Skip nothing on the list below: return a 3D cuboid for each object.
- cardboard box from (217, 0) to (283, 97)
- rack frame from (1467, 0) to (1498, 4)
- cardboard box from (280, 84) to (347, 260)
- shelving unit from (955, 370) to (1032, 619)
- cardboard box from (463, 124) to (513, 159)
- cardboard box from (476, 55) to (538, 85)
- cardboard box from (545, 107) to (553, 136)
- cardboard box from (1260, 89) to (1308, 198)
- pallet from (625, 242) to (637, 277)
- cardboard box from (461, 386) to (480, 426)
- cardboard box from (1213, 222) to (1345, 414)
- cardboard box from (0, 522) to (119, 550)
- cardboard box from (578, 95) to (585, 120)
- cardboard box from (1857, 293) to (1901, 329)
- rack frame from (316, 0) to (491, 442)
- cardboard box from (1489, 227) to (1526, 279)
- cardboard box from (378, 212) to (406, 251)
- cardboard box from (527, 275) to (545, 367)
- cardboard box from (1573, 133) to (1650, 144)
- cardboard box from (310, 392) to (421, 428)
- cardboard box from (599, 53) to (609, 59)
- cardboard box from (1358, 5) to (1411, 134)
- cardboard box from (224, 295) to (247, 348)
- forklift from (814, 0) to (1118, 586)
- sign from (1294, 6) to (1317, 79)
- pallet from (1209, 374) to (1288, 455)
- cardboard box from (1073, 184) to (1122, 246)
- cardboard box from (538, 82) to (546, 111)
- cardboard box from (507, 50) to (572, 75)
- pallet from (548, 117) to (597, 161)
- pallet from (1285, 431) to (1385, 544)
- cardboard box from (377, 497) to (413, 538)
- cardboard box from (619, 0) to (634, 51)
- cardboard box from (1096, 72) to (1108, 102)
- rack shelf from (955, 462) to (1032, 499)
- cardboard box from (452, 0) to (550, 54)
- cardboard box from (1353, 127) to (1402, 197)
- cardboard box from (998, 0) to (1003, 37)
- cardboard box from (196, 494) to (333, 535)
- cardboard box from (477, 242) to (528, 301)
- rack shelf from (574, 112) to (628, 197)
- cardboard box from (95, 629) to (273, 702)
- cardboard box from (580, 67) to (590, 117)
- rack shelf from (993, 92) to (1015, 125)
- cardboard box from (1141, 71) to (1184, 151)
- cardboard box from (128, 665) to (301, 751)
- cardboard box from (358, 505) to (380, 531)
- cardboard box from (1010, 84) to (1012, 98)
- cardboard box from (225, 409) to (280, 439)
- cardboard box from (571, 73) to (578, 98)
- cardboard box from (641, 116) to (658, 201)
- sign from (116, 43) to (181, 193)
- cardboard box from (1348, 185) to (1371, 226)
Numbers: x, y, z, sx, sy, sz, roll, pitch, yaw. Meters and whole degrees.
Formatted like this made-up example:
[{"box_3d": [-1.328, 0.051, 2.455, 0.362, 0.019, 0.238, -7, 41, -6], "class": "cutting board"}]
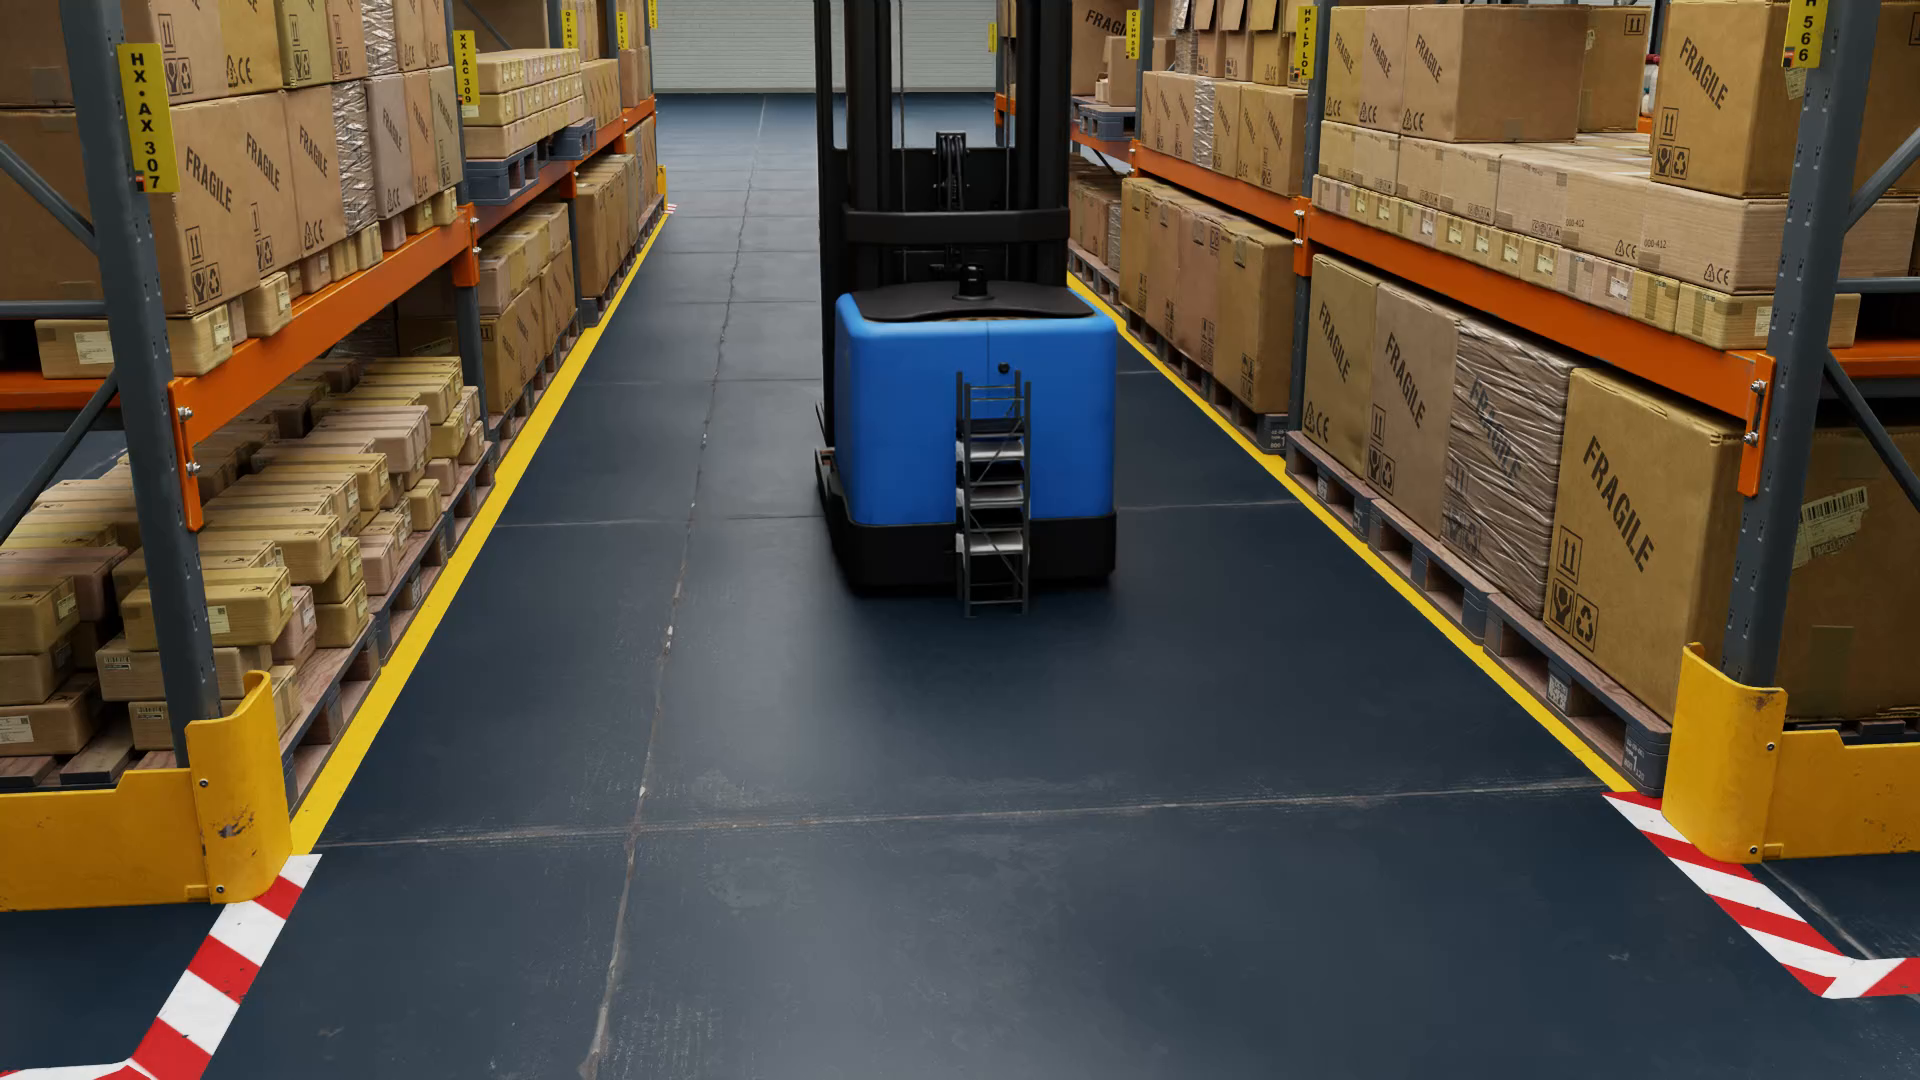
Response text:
[{"box_3d": [-2.212, -1.478, 4.545, 0.500, 0.500, 0.500, -1, 17, -4], "class": "cardboard box"}, {"box_3d": [5.849, -5.562, 19.887, 1.000, 3.000, 0.127, -2, 18, -6], "class": "rack frame"}, {"box_3d": [-2.261, -1.156, 5.189, 0.500, 0.500, 0.500, -2, 17, -5], "class": "cardboard box"}, {"box_3d": [0.122, -0.169, 6.214, 0.258, 0.900, 0.210, -2, 18, -8], "class": "shelving unit"}, {"box_3d": [-2.367, -1.923, 8.013, 0.380, 0.149, 0.250, -3, 18, -8], "class": "cardboard box"}, {"box_3d": [-2.476, -2.517, 8.912, 0.380, 0.149, 0.250, -2, 18, -6], "class": "cardboard box"}, {"box_3d": [-2.530, -2.387, 9.491, 0.380, 0.149, 0.250, -3, 18, -8], "class": "cardboard box"}, {"box_3d": [1.840, -2.013, 8.414, 0.500, 0.500, 0.500, -2, 18, -5], "class": "cardboard box"}, {"box_3d": [-3.454, -2.537, 14.904, 1.003, 0.211, 1.213, -2, 18, -6], "class": "pallet"}, {"box_3d": [-2.435, -0.609, 7.671, 0.380, 0.149, 0.250, -1, 17, -5], "class": "cardboard box"}, {"box_3d": [2.074, -1.211, 8.872, 1.225, 0.875, 0.875, -2, 18, -5], "class": "cardboard box"}, {"box_3d": [-2.800, 0.057, 5.053, 0.380, 0.149, 0.250, -2, 18, -7], "class": "cardboard box"}, {"box_3d": [-2.688, -2.851, 10.967, 0.380, 0.149, 0.250, -1, 17, -5], "class": "cardboard box"}, {"box_3d": [2.836, -0.715, 4.866, 0.380, 0.149, 0.250, -2, 18, -6], "class": "cardboard box"}, {"box_3d": [-2.784, -1.711, 7.619, 1.000, 3.000, 0.127, -2, 18, -6], "class": "rack frame"}, {"box_3d": [2.074, -1.000, 5.774, 0.380, 0.149, 0.250, -2, 18, -5], "class": "cardboard box"}, {"box_3d": [-2.359, -1.201, 6.414, 0.380, 0.149, 0.250, -3, 18, -8], "class": "cardboard box"}, {"box_3d": [-2.720, -1.260, 9.656, 0.500, 0.500, 0.500, -1, 17, -5], "class": "cardboard box"}, {"box_3d": [2.575, -1.475, 6.621, 0.500, 0.250, 0.500, -1, 17, -5], "class": "cardboard box"}, {"box_3d": [-2.440, -0.509, 6.854, 0.380, 0.149, 0.250, -1, 17, -4], "class": "cardboard box"}, {"box_3d": [-3.659, -4.276, 15.538, 0.875, 0.550, 0.550, -2, 18, -6], "class": "cardboard box"}, {"box_3d": [1.998, -1.965, 6.929, 0.500, 0.500, 0.500, -2, 18, -6], "class": "cardboard box"}, {"box_3d": [-2.146, -0.581, 4.438, 0.380, 0.149, 0.250, -1, 17, -4], "class": "cardboard box"}, {"box_3d": [-0.104, -1.620, 7.444, 1.130, 2.935, 3.031, -2, 18, -8], "class": "forklift"}, {"box_3d": [1.621, -2.329, 7.787, 0.100, 0.325, 0.005, -2, 18, -6], "class": "sign"}, {"box_3d": [2.006, -0.731, 9.154, 1.003, 0.211, 1.213, -2, 18, -6], "class": "pallet"}, {"box_3d": [1.407, -2.909, 14.873, 0.700, 0.500, 0.500, -2, 18, -6], "class": "cardboard box"}, {"box_3d": [-2.507, -2.456, 9.213, 0.380, 0.149, 0.250, -2, 18, -7], "class": "cardboard box"}, {"box_3d": [-2.639, -2.982, 10.394, 0.380, 0.149, 0.250, -1, 17, -4], "class": "cardboard box"}, {"box_3d": [-3.017, -2.602, 10.778, 1.213, 0.211, 1.003, -2, 18, -6], "class": "pallet"}, {"box_3d": [2.161, -0.275, 7.700, 1.003, 0.211, 1.213, -2, 18, -6], "class": "pallet"}, {"box_3d": [-2.338, -0.057, 6.409, 0.380, 0.149, 0.250, -1, 17, -5], "class": "cardboard box"}, {"box_3d": [-3.704, -5.118, 16.417, 0.875, 0.550, 0.550, -2, 18, -6], "class": "cardboard box"}, {"box_3d": [1.307, -3.651, 13.321, 0.396, 0.266, 0.258, -2, 18, -7], "class": "cardboard box"}, {"box_3d": [0.122, -0.224, 6.197, 0.258, 0.077, 0.200, -2, 18, -8], "class": "rack shelf"}, {"box_3d": [-3.233, -3.562, 11.678, 0.700, 0.500, 0.500, -2, 18, -6], "class": "cardboard box"}, {"box_3d": [1.994, -1.608, 7.045, 0.500, 0.250, 0.500, -2, 18, -6], "class": "cardboard box"}, {"box_3d": [0.708, -5.904, 18.642, 0.500, 0.500, 0.500, -2, 18, -6], "class": "cardboard box"}, {"box_3d": [-2.242, -0.039, 5.358, 0.380, 0.149, 0.250, -3, 18, -8], "class": "cardboard box"}, {"box_3d": [-2.655, -1.464, 9.051, 0.500, 0.250, 0.500, -1, 17, -4], "class": "cardboard box"}, {"box_3d": [-3.403, -3.155, 13.421, 1.077, 0.370, 4.000, -2, 18, -6], "class": "rack shelf"}, {"box_3d": [-2.170, 0.335, 4.666, 0.380, 0.149, 0.250, -1, 17, -3], "class": "cardboard box"}, {"box_3d": [-3.029, -3.244, 12.335, 0.500, 0.500, 0.500, -2, 18, -6], "class": "cardboard box"}, {"box_3d": [1.129, -4.470, 17.609, 1.077, 0.370, 4.000, -2, 18, -6], "class": "rack shelf"}, {"box_3d": [1.527, -2.920, 11.305, 0.500, 0.500, 0.500, -1, 17, -4], "class": "cardboard box"}, {"box_3d": [-2.107, 0.474, 4.716, 0.380, 0.149, 0.250, -1, 17, -5], "class": "cardboard box"}, {"box_3d": [-2.383, -0.135, 6.162, 0.380, 0.149, 0.250, -1, 17, -3], "class": "cardboard box"}, {"box_3d": [0.732, -5.047, 18.665, 0.380, 0.149, 0.250, -2, 18, -6], "class": "cardboard box"}, {"box_3d": [-2.915, -0.413, 6.550, 0.380, 0.149, 0.250, -1, 17, -4], "class": "cardboard box"}, {"box_3d": [-2.663, -2.913, 10.668, 0.380, 0.149, 0.250, -1, 17, -4], "class": "cardboard box"}, {"box_3d": [-3.886, -4.273, 18.626, 0.875, 0.875, 0.875, -2, 18, -5], "class": "cardboard box"}, {"box_3d": [-1.832, -0.949, 3.747, 0.100, 0.325, 0.005, -2, 18, -6], "class": "sign"}, {"box_3d": [1.915, -1.459, 7.237, 0.380, 0.149, 0.250, -1, 17, -4], "class": "cardboard box"}]
